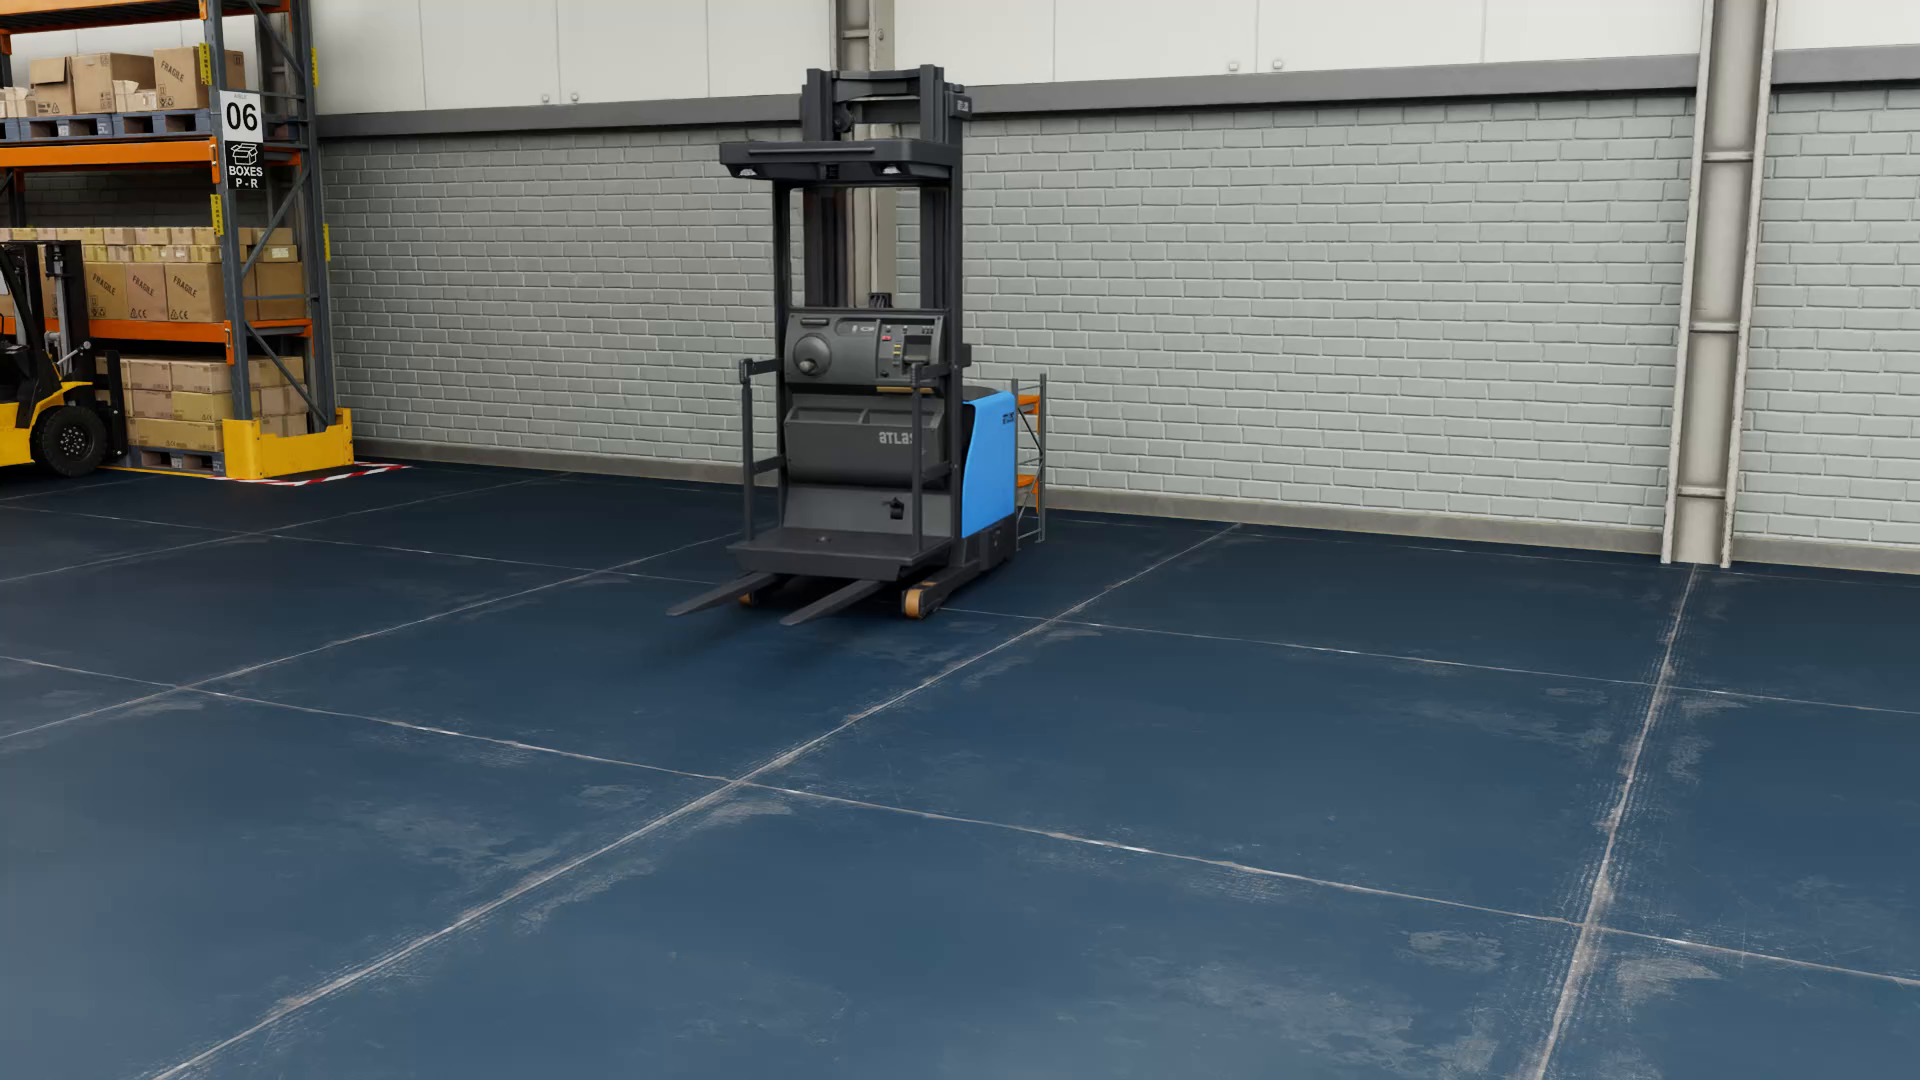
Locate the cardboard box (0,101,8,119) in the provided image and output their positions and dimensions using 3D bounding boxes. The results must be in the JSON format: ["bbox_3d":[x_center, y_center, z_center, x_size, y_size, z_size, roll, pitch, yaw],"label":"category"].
[{"bbox_3d":[-8.520,-3.869,15.006,0.250,0.149,0.380,5,12,28],"label":"cardboard box"}]

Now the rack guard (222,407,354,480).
[{"bbox_3d":[-5.868,-0.858,14.566,0.348,0.500,1.175,5,11,26],"label":"rack guard"}]

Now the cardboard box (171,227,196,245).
[{"bbox_3d":[-6.539,-2.613,14.310,0.250,0.149,0.380,5,11,26],"label":"cardboard box"}]

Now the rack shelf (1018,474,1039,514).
[{"bbox_3d":[-0.006,-0.313,11.177,1.000,0.278,0.538,5,11,26],"label":"rack shelf"}]

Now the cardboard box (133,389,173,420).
[{"bbox_3d":[-6.910,-1.219,14.680,0.500,0.250,0.500,5,11,25],"label":"cardboard box"}]

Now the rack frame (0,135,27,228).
[{"bbox_3d":[-9.477,-2.405,16.095,0.127,3.000,1.000,5,11,26],"label":"rack frame"}]

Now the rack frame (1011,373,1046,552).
[{"bbox_3d":[0.450,-0.514,10.912,0.032,1.125,0.500,5,11,26],"label":"rack frame"}]

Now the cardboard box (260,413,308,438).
[{"bbox_3d":[-6.244,-1.013,14.947,0.500,0.250,0.500,5,11,26],"label":"cardboard box"}]

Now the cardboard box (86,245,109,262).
[{"bbox_3d":[-7.486,-2.538,14.728,0.250,0.149,0.380,5,11,26],"label":"cardboard box"}]

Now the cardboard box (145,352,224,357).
[{"bbox_3d":[-7.131,-1.583,15.290,0.500,0.250,0.500,5,11,25],"label":"cardboard box"}]

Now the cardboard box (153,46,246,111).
[{"bbox_3d":[-6.395,-3.867,14.009,0.500,0.500,0.500,5,12,28],"label":"cardboard box"}]

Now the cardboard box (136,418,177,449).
[{"bbox_3d":[-6.893,-0.971,14.712,0.500,0.250,0.500,5,11,26],"label":"cardboard box"}]

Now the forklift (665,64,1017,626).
[{"bbox_3d":[-0.608,-1.101,9.082,1.130,2.935,3.031,4,11,19],"label":"forklift"}]

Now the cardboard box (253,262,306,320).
[{"bbox_3d":[-6.211,-2.222,14.805,0.500,0.500,0.500,5,12,28],"label":"cardboard box"}]

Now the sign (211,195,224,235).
[{"bbox_3d":[-6.142,-2.690,13.757,0.005,0.325,0.100,5,11,26],"label":"sign"}]

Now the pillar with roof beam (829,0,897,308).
[{"bbox_3d":[-2.640,-4.080,8.506,0.400,9.000,9.100,5,11,26],"label":"pillar with roof beam"}]

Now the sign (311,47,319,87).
[{"bbox_3d":[-5.639,-4.123,14.489,0.005,0.325,0.100,5,11,26],"label":"sign"}]

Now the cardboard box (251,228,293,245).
[{"bbox_3d":[-6.097,-2.665,14.595,0.250,0.149,0.380,5,11,25],"label":"cardboard box"}]

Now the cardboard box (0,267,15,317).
[{"bbox_3d":[-8.720,-2.339,15.450,0.500,0.500,0.500,5,12,27],"label":"cardboard box"}]

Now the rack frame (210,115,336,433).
[{"bbox_3d":[-5.890,-2.090,14.354,0.127,3.000,1.000,5,11,26],"label":"rack frame"}]

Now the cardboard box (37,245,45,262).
[{"bbox_3d":[-8.172,-2.601,15.075,0.250,0.149,0.380,5,11,24],"label":"cardboard box"}]

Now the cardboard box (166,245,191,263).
[{"bbox_3d":[-6.567,-2.456,14.276,0.250,0.149,0.380,5,12,27],"label":"cardboard box"}]

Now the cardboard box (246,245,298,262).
[{"bbox_3d":[-6.079,-2.526,14.663,0.250,0.149,0.380,5,11,24],"label":"cardboard box"}]

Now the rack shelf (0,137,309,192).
[{"bbox_3d":[-7.683,-3.369,15.021,4.000,0.370,1.077,5,11,26],"label":"rack shelf"}]

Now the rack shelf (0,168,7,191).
[{"bbox_3d":[-11.271,-3.684,16.763,4.000,0.370,1.077,5,11,26],"label":"rack shelf"}]

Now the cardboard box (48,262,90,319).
[{"bbox_3d":[-7.824,-2.256,14.993,0.500,0.500,0.500,5,11,26],"label":"cardboard box"}]

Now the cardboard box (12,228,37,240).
[{"bbox_3d":[-8.385,-2.769,15.172,0.250,0.149,0.380,5,11,25],"label":"cardboard box"}]

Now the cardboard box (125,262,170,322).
[{"bbox_3d":[-6.909,-2.178,14.561,0.500,0.500,0.500,5,12,28],"label":"cardboard box"}]

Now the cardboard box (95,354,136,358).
[{"bbox_3d":[-7.809,-1.540,15.053,0.500,0.250,0.500,5,11,25],"label":"cardboard box"}]

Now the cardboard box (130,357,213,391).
[{"bbox_3d":[-6.901,-1.461,14.614,0.500,0.250,0.500,5,12,27],"label":"cardboard box"}]

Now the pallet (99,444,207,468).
[{"bbox_3d":[-7.684,-0.867,15.430,1.213,0.211,1.003,5,11,26],"label":"pallet"}]

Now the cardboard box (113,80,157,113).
[{"bbox_3d":[-6.995,-3.792,14.255,0.258,0.266,0.396,5,11,26],"label":"cardboard box"}]

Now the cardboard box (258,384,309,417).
[{"bbox_3d":[-6.220,-1.259,14.904,0.500,0.250,0.500,5,12,27],"label":"cardboard box"}]

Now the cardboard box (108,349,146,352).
[{"bbox_3d":[-8.041,-1.663,15.731,0.500,0.250,0.500,5,11,26],"label":"cardboard box"}]

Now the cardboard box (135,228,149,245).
[{"bbox_3d":[-6.976,-2.661,14.574,0.250,0.149,0.380,5,11,26],"label":"cardboard box"}]

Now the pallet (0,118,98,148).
[{"bbox_3d":[-8.701,-3.774,15.487,1.213,0.211,1.003,5,11,26],"label":"pallet"}]

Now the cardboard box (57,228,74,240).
[{"bbox_3d":[-7.901,-2.741,15.018,0.250,0.149,0.380,5,11,26],"label":"cardboard box"}]

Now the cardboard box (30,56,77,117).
[{"bbox_3d":[-7.777,-4.017,14.831,0.637,0.503,0.797,5,12,28],"label":"cardboard box"}]

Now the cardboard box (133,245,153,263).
[{"bbox_3d":[-6.990,-2.508,14.561,0.250,0.149,0.380,5,11,25],"label":"cardboard box"}]

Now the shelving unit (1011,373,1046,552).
[{"bbox_3d":[-0.006,-0.554,11.133,1.048,1.125,0.538,5,11,26],"label":"shelving unit"}]

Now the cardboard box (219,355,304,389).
[{"bbox_3d":[-6.237,-1.503,14.848,0.500,0.250,0.500,5,11,25],"label":"cardboard box"}]

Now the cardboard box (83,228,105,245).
[{"bbox_3d":[-7.493,-2.684,14.698,0.250,0.149,0.380,5,12,27],"label":"cardboard box"}]

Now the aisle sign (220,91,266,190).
[{"bbox_3d":[-5.961,-3.317,13.834,0.004,0.787,0.394,5,11,26],"label":"aisle sign"}]

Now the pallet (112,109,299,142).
[{"bbox_3d":[-6.513,-3.582,14.425,1.213,0.211,1.003,5,11,26],"label":"pallet"}]
